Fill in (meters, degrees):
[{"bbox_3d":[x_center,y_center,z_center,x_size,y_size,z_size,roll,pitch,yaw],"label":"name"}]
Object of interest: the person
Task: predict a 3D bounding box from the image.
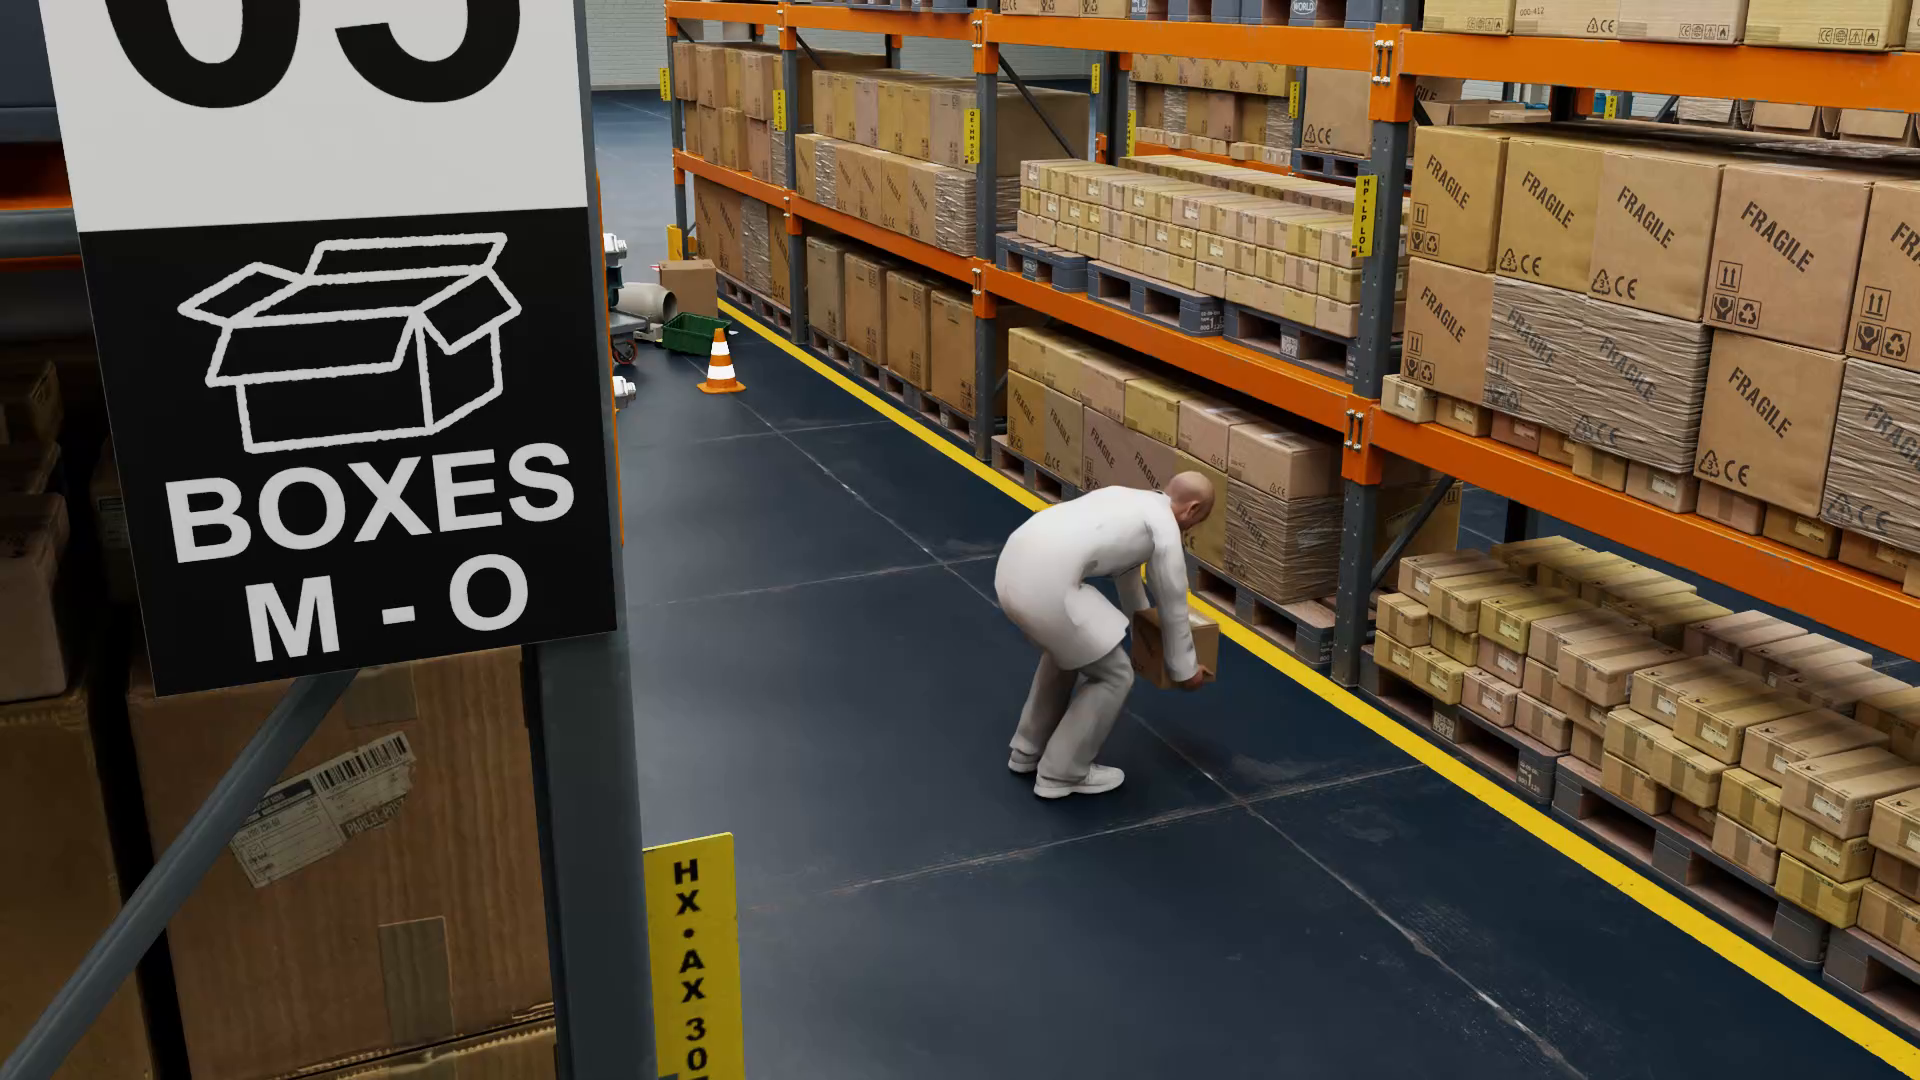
[{"bbox_3d":[0.579,0.351,6.476,0.932,1.182,0.581,-9,20,-24],"label":"person"}]
